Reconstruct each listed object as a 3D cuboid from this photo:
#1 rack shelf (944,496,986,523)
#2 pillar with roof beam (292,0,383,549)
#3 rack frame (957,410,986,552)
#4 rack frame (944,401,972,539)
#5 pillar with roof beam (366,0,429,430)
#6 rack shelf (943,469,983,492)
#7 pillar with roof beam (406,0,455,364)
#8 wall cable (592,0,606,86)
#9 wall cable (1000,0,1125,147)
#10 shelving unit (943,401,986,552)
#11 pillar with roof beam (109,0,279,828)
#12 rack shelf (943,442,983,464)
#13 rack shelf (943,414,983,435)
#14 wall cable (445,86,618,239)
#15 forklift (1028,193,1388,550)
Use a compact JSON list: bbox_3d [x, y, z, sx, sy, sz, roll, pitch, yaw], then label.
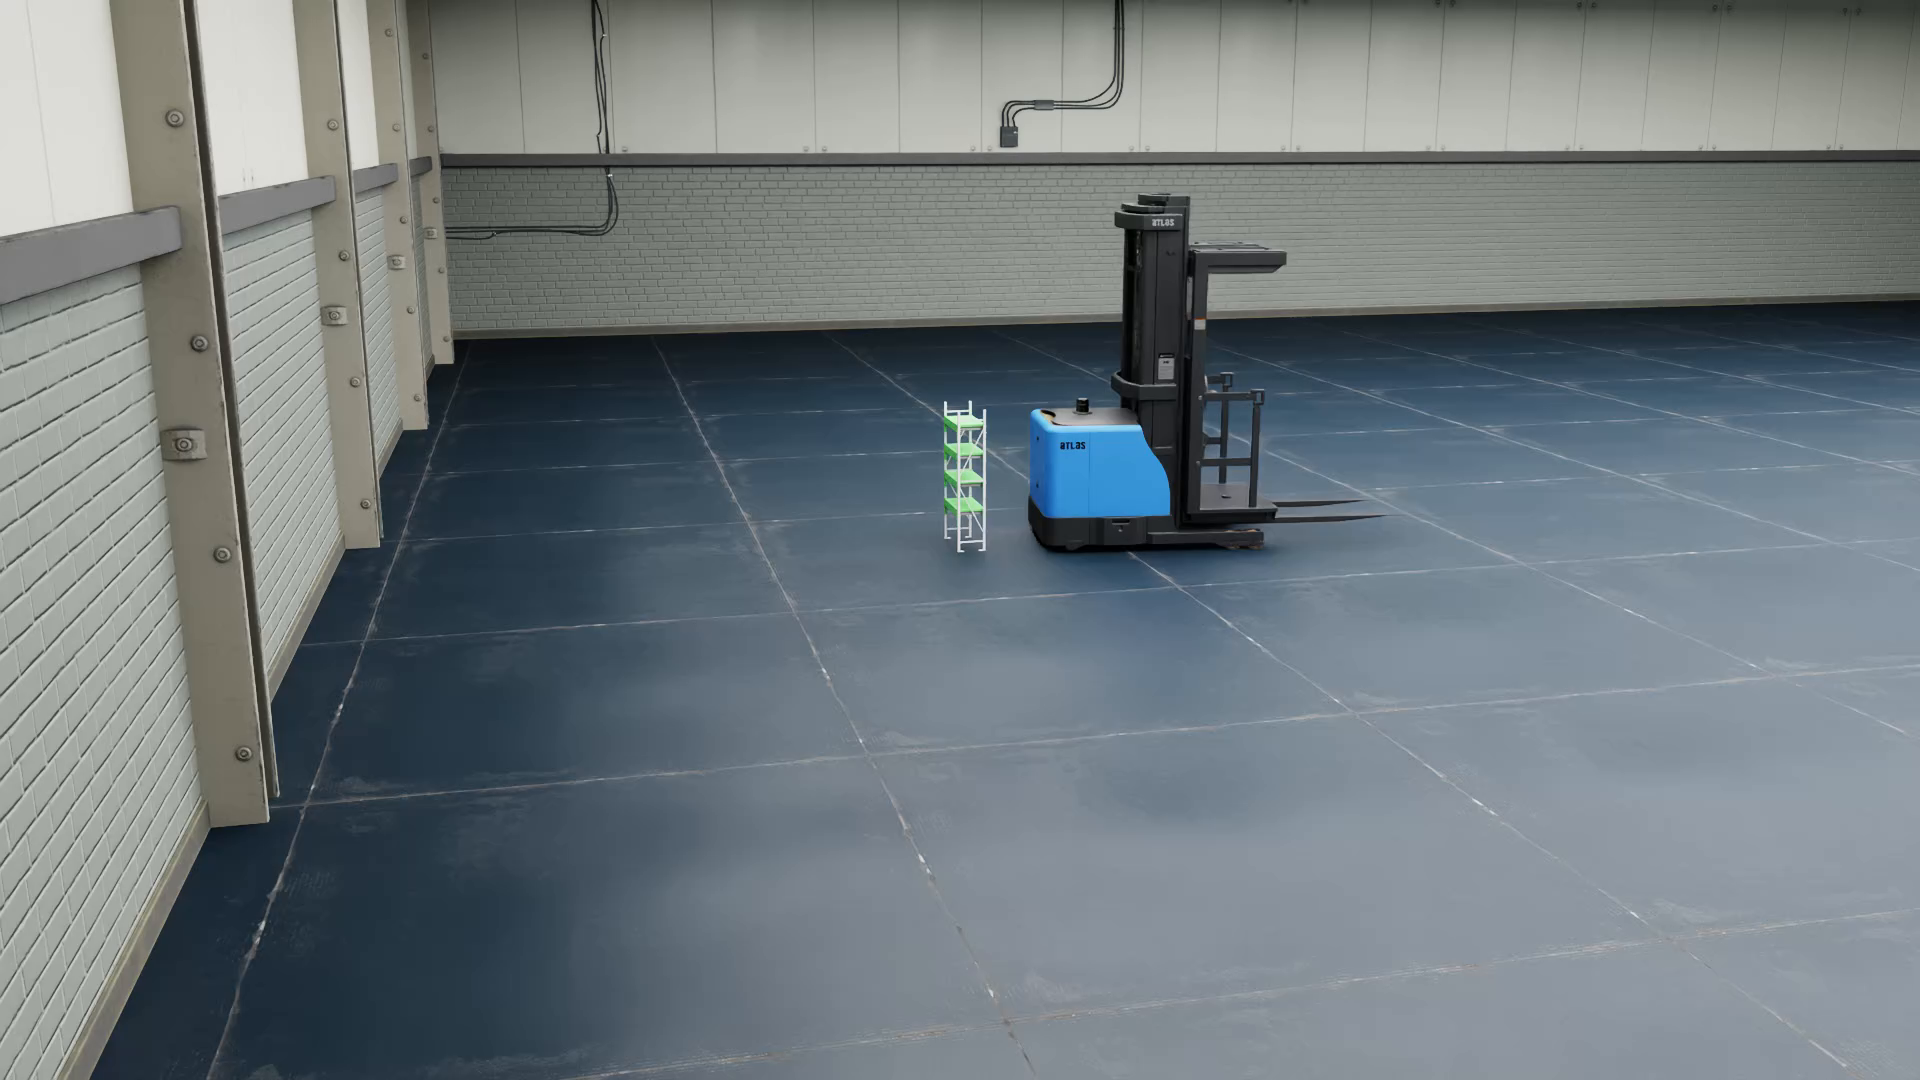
[{"bbox_3d":[0.039,-0.249,14.200,0.258,0.148,0.480,-3,14,-13],"label":"rack shelf"},{"bbox_3d":[-0.963,-4.587,14.241,9.100,9.000,0.400,-3,14,-13],"label":"pillar with roof beam"},{"bbox_3d":[0.096,-0.488,13.898,0.240,1.200,0.015,-3,14,-13],"label":"rack frame"},{"bbox_3d":[-0.018,-0.601,14.359,0.240,1.200,0.015,-3,14,-13],"label":"rack frame"},{"bbox_3d":[-2.372,-5.971,19.907,9.100,9.000,0.400,-3,14,-13],"label":"pillar with roof beam"},{"bbox_3d":[0.039,-0.483,14.144,0.258,0.148,0.480,-3,14,-13],"label":"rack shelf"},{"bbox_3d":[-3.781,-7.355,25.572,9.100,9.000,0.400,-3,14,-13],"label":"pillar with roof beam"},{"bbox_3d":[-4.743,-8.964,28.060,3.097,2.526,0.112,-3,14,-13],"label":"wall cable"},{"bbox_3d":[1.859,-10.046,29.421,2.305,6.003,0.169,-3,14,-13],"label":"wall cable"},{"bbox_3d":[0.039,-0.545,14.128,0.258,1.200,0.503,-3,14,-13],"label":"shelving unit"},{"bbox_3d":[0.446,-3.203,8.576,9.100,9.000,0.400,-3,14,-13],"label":"pillar with roof beam"},{"bbox_3d":[0.039,-0.716,14.087,0.258,0.148,0.480,-3,14,-13],"label":"rack shelf"},{"bbox_3d":[0.039,-0.949,14.030,0.258,0.148,0.480,-3,14,-13],"label":"rack shelf"},{"bbox_3d":[-7.373,-6.360,28.042,3.097,2.526,0.112,-3,14,-13],"label":"wall cable"},{"bbox_3d":[2.158,-1.464,14.242,3.031,2.935,1.130,-1,14,-6],"label":"forklift"}]
